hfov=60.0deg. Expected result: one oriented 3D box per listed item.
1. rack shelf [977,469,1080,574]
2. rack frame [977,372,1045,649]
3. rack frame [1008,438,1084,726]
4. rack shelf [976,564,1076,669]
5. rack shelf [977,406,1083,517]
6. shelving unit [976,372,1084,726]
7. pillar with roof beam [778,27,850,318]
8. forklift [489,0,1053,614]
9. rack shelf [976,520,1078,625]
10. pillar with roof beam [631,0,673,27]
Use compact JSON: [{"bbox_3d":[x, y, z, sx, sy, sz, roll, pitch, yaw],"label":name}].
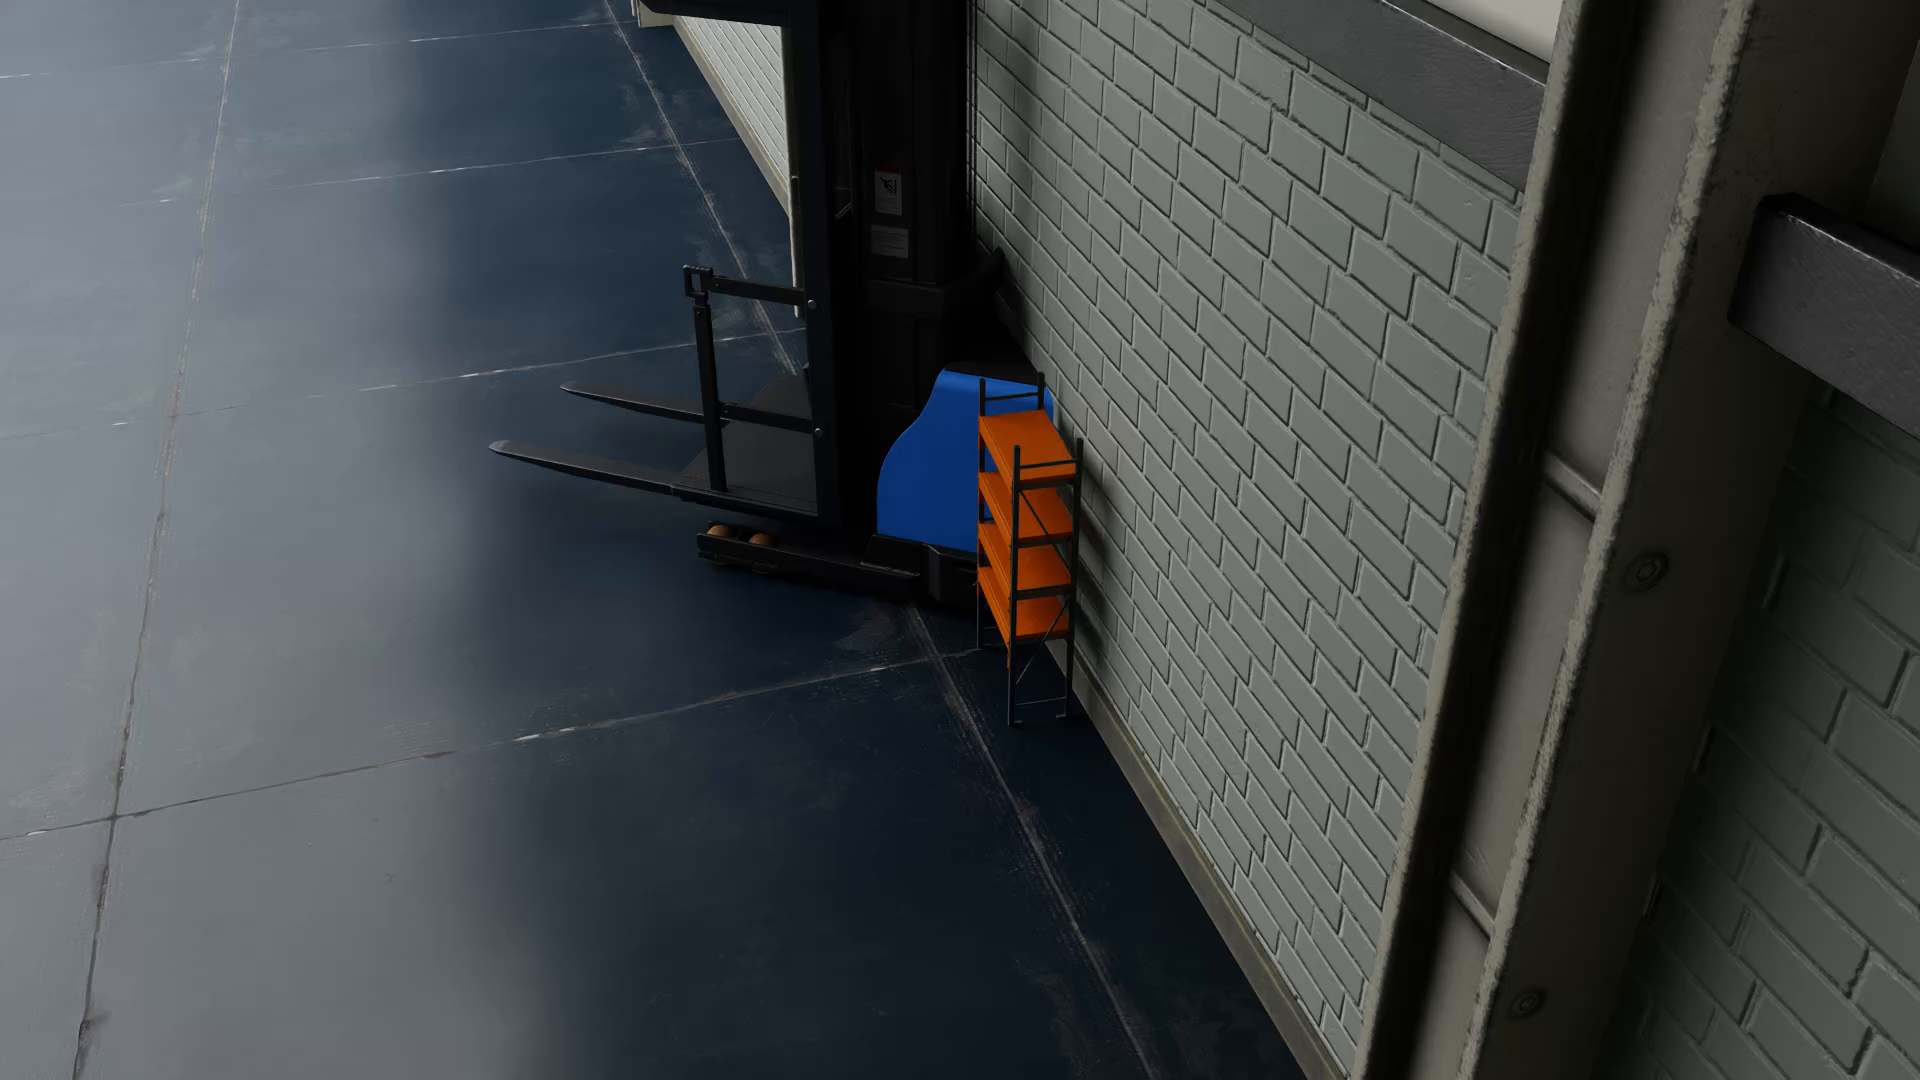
[{"bbox_3d":[0.242,-0.087,6.010,0.258,0.148,0.480,-7,34,-11],"label":"rack shelf"},{"bbox_3d":[0.186,-0.087,6.294,0.240,1.200,0.015,-7,34,-11],"label":"rack frame"},{"bbox_3d":[0.297,0.175,5.897,0.240,1.200,0.015,-7,34,-11],"label":"rack frame"},{"bbox_3d":[0.242,0.265,6.242,0.258,0.148,0.480,-7,34,-11],"label":"rack shelf"},{"bbox_3d":[0.242,-0.284,5.879,0.258,0.148,0.480,-7,34,-11],"label":"rack shelf"},{"bbox_3d":[0.242,0.044,6.096,0.258,1.200,0.503,-7,34,-11],"label":"shelving unit"},{"bbox_3d":[-4.800,-4.197,5.440,9.100,9.000,0.400,-10,35,-15],"label":"pillar with roof beam"},{"bbox_3d":[-0.585,-1.340,6.619,3.031,2.935,1.130,11,35,17],"label":"forklift"},{"bbox_3d":[0.242,0.100,6.133,0.258,0.148,0.480,-7,34,-11],"label":"rack shelf"},{"bbox_3d":[-6.630,-7.348,10.207,9.100,9.000,0.400,-10,35,-15],"label":"pillar with roof beam"}]
